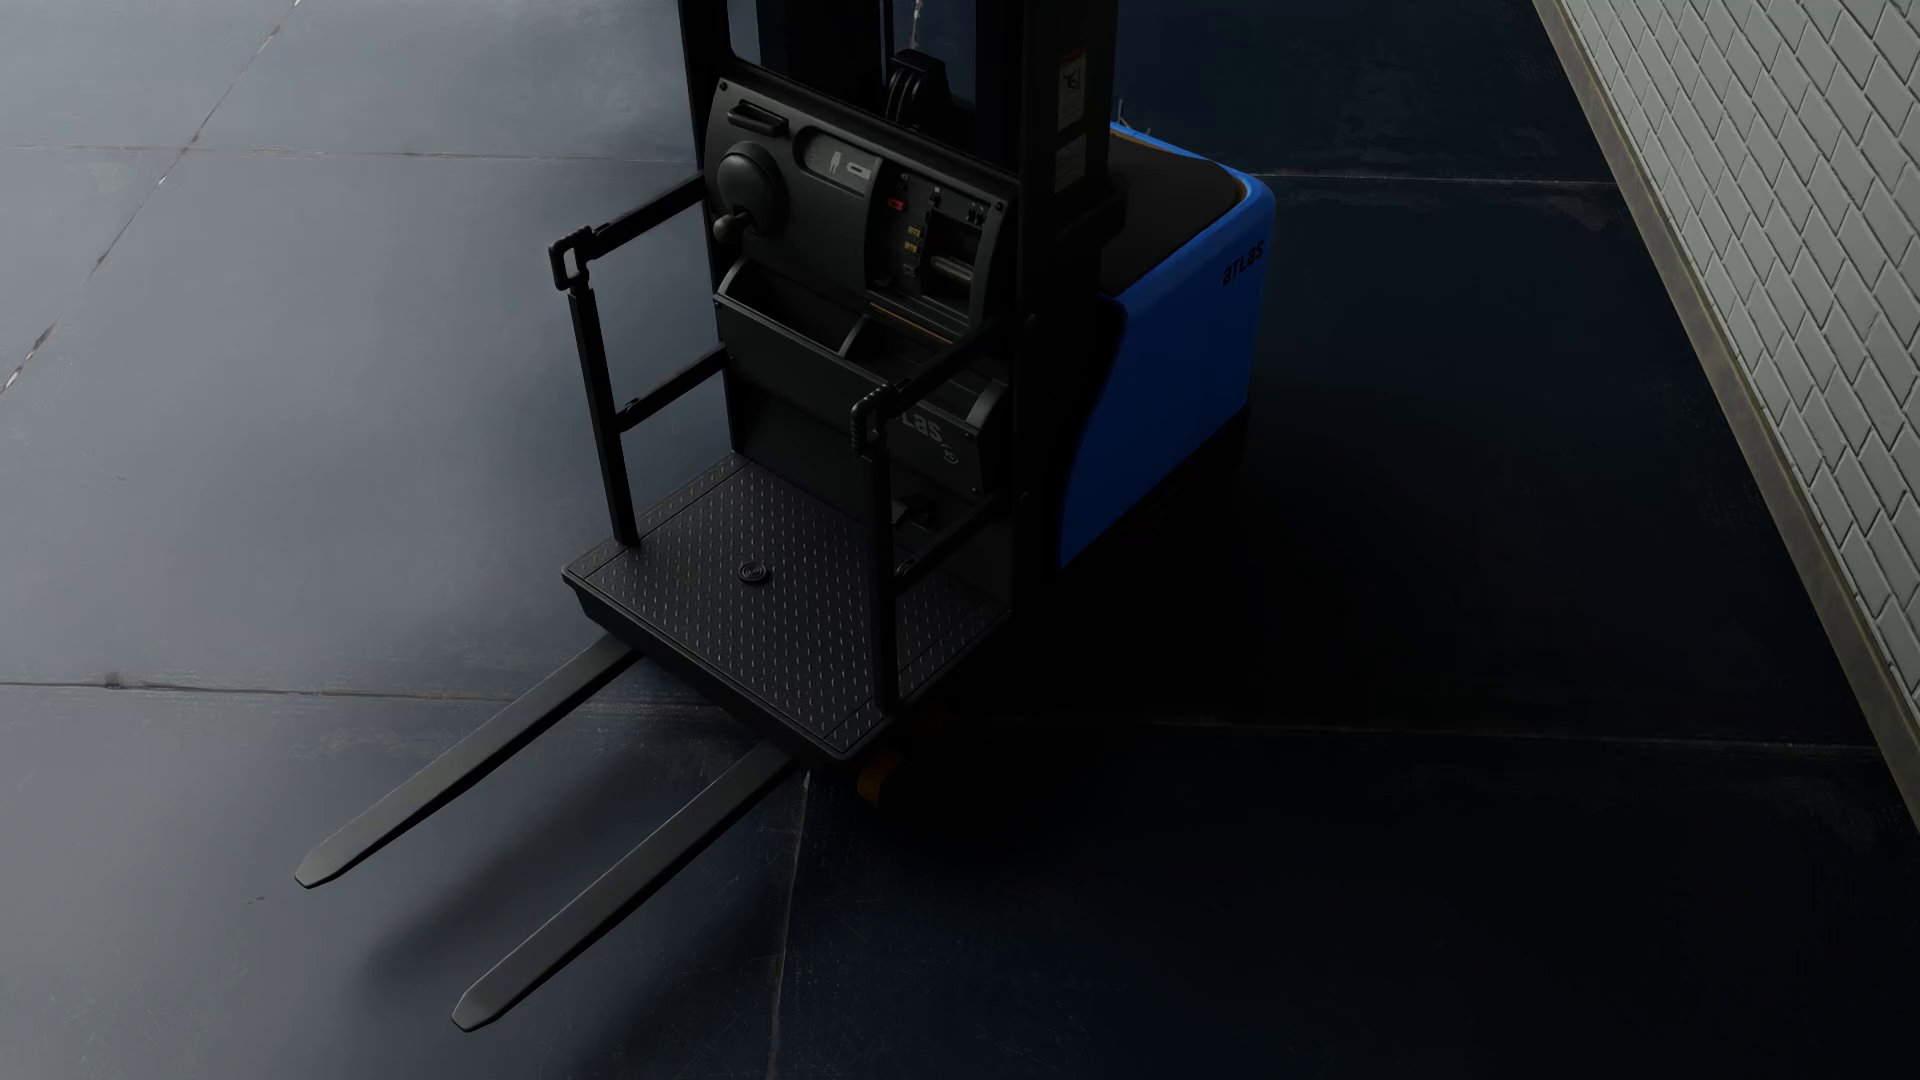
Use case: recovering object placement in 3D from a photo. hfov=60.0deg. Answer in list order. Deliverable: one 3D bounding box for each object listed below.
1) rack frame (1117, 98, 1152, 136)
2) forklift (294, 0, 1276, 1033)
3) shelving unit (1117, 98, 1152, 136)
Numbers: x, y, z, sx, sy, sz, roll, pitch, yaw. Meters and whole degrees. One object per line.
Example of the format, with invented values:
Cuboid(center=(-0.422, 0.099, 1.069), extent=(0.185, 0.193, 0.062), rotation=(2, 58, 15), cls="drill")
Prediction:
Cuboid(center=(0.561, -1.047, 5.710), extent=(0.006, 0.900, 0.240), rotation=(-12, 43, -16), cls="rack frame")
Cuboid(center=(-0.401, -0.742, 3.896), extent=(1.130, 2.935, 3.031), rotation=(29, 50, 28), cls="forklift")
Cuboid(center=(0.465, -1.026, 5.682), extent=(0.210, 0.900, 0.258), rotation=(-12, 43, -16), cls="shelving unit")
